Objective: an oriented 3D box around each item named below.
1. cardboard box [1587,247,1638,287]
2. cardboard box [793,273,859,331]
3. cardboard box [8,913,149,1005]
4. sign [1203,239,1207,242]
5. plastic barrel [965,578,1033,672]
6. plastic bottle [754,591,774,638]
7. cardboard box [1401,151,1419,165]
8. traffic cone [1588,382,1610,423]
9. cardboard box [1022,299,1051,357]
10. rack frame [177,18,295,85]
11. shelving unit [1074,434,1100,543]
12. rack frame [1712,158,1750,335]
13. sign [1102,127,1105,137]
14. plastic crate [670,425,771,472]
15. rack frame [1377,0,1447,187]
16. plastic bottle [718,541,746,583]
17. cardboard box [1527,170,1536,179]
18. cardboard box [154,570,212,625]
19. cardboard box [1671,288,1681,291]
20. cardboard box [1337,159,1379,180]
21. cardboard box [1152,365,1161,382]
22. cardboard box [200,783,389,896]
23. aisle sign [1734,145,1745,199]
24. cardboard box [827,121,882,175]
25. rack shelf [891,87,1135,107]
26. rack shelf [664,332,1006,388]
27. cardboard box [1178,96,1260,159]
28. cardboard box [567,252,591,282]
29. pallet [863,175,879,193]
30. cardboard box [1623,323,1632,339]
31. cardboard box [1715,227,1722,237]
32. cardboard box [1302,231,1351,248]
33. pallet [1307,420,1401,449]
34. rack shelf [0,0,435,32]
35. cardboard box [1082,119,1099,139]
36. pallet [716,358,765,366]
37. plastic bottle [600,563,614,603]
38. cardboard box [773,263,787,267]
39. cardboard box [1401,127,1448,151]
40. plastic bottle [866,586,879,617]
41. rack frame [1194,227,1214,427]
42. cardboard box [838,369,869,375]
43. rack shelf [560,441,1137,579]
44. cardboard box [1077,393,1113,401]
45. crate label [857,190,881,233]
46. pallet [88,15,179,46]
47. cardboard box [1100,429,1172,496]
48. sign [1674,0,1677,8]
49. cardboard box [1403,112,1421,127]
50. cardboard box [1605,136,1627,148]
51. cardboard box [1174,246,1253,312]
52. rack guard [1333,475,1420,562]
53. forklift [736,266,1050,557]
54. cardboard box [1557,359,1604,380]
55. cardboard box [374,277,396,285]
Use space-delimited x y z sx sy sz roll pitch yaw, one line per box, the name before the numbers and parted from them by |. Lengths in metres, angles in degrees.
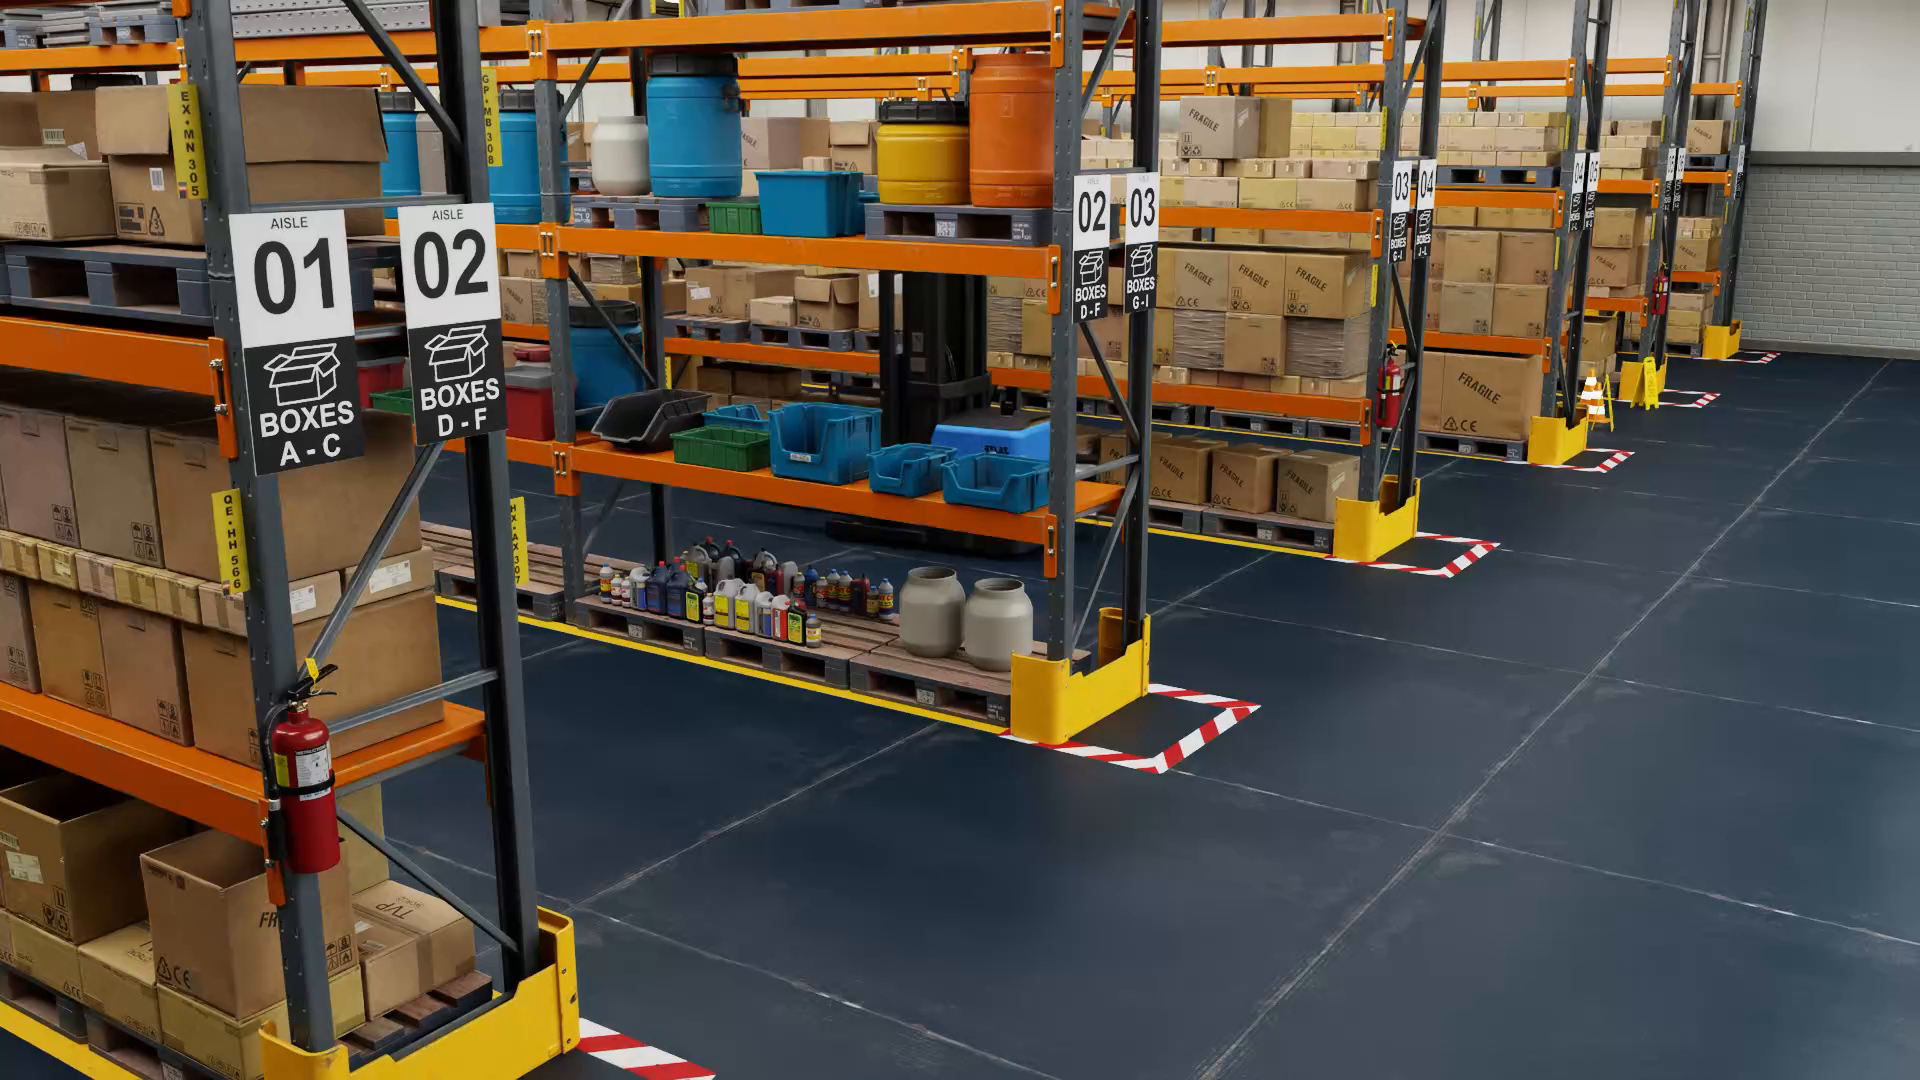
cardboard box | 8.519 -3.584 21.730 0.500 0.500 0.500 9 16 32
cardboard box | -1.216 -2.401 16.693 0.637 0.503 0.797 11 18 38
cardboard box | -3.386 1.564 6.610 0.500 0.250 0.500 9 17 33
sign | 2.831 -3.323 19.259 0.005 0.325 0.100 9 17 33
plastic barrel | 0.240 0.521 10.278 0.421 0.512 0.421 0 14 0
plastic bottle | -1.249 0.482 10.884 0.135 0.276 0.152 9 16 31
cardboard box | 4.926 -4.106 17.867 0.250 0.149 0.380 9 17 33
traffic cone | 7.709 -1.675 20.126 0.334 0.463 0.336 9 17 33
cardboard box | 1.008 -1.979 15.250 0.500 0.500 0.875 9 17 33
rack frame | -5.810 -4.394 13.347 0.127 3.000 1.000 9 17 33
shelving unit | 1.080 -0.445 14.244 0.210 0.900 0.258 2 14 8
rack frame | 11.891 -4.363 25.706 0.127 3.000 1.000 9 17 33
sign | 2.169 -6.082 25.165 0.005 0.325 0.100 9 17 33
plastic crate | -1.522 -0.605 10.964 0.662 0.188 0.450 9 17 33
rack frame | 3.593 -4.309 13.003 0.127 3.000 1.000 9 17 33
plastic bottle | -1.636 0.181 11.946 0.185 0.351 0.144 8 16 30
cardboard box | 7.624 -4.876 22.060 0.250 0.149 0.380 9 16 31
cardboard box | -2.580 0.166 5.851 0.250 0.149 0.380 10 17 34
cardboard box | 11.181 -3.886 26.546 0.500 0.250 0.500 9 17 33
cardboard box | 3.188 -2.949 13.232 0.250 0.149 0.380 9 17 33
cardboard box | 1.769 -1.500 14.661 0.250 0.149 0.380 9 17 33
cardboard box | -2.676 1.162 6.675 0.500 0.500 0.500 9 17 33
aisle sign | 11.781 -5.558 25.121 0.004 0.787 0.394 9 17 33
cardboard box | -0.843 -3.852 16.312 0.637 0.503 0.797 10 17 35
rack shelf | 0.826 -7.083 26.537 4.000 0.370 1.077 9 17 33
rack shelf | -1.386 -1.852 17.061 4.000 0.370 1.077 9 17 33
cardboard box | 2.165 -3.446 13.891 0.500 0.500 0.500 9 17 33
cardboard box | -4.182 -3.194 18.690 0.637 0.503 0.797 10 17 34
pallet | -0.179 -3.402 15.973 1.003 0.211 1.213 9 17 33
cardboard box | 10.507 -3.370 26.541 0.500 0.250 0.500 9 17 33
cardboard box | 11.754 -4.824 26.009 0.250 0.149 0.380 9 16 31
cardboard box | 4.305 -3.299 18.848 0.550 0.550 0.875 9 17 33
pallet | 4.729 -1.274 19.031 1.213 0.211 1.003 9 17 33
rack shelf | -3.599 -2.059 6.244 4.000 0.370 1.077 9 17 33
cardboard box | 1.405 -5.025 20.847 0.500 0.500 0.500 9 17 33
pallet | -2.866 -2.524 24.080 1.213 0.211 1.003 9 17 33
plastic bottle | -2.471 0.295 11.651 0.097 0.271 0.097 0 14 0
cardboard box | -2.356 -3.745 22.858 0.250 0.149 0.380 9 16 32
cardboard box | 5.052 -4.297 17.808 0.500 0.250 0.500 9 17 32
plastic bottle | -0.588 0.416 11.307 0.097 0.201 0.097 0 14 0
rack frame | 3.126 -2.909 19.831 0.127 3.000 1.000 9 17 33
cardboard box | -1.314 -2.542 22.678 0.500 0.500 0.500 10 17 35
rack shelf | -0.831 -0.328 10.904 4.000 0.370 1.077 9 17 33
cardboard box | 1.762 -2.216 20.840 0.750 0.750 1.050 9 17 33
crate label | -0.540 -2.110 10.672 0.408 0.251 0.502 9 17 33
pallet | -6.391 -4.211 13.834 1.003 0.211 1.213 9 17 33
cardboard box | 1.622 -0.719 15.314 0.500 0.500 0.500 8 16 28
sign | 8.797 -6.707 20.418 0.005 0.325 0.100 9 17 33
cardboard box | 4.921 -4.494 17.774 0.250 0.149 0.380 9 16 32
cardboard box | 8.486 -5.123 21.396 0.250 0.149 0.380 10 17 34
cardboard box | 2.167 -2.233 14.194 0.500 0.500 0.500 9 17 33
rack guard | 3.530 -0.194 14.065 0.348 0.500 1.175 9 17 33
forklift | -0.582 -1.514 14.340 3.031 2.935 1.130 8 16 28
cardboard box | 8.283 -2.300 22.220 0.500 0.250 0.500 9 17 33
cardboard box | -6.877 -3.085 20.235 0.500 0.250 0.500 9 16 32
